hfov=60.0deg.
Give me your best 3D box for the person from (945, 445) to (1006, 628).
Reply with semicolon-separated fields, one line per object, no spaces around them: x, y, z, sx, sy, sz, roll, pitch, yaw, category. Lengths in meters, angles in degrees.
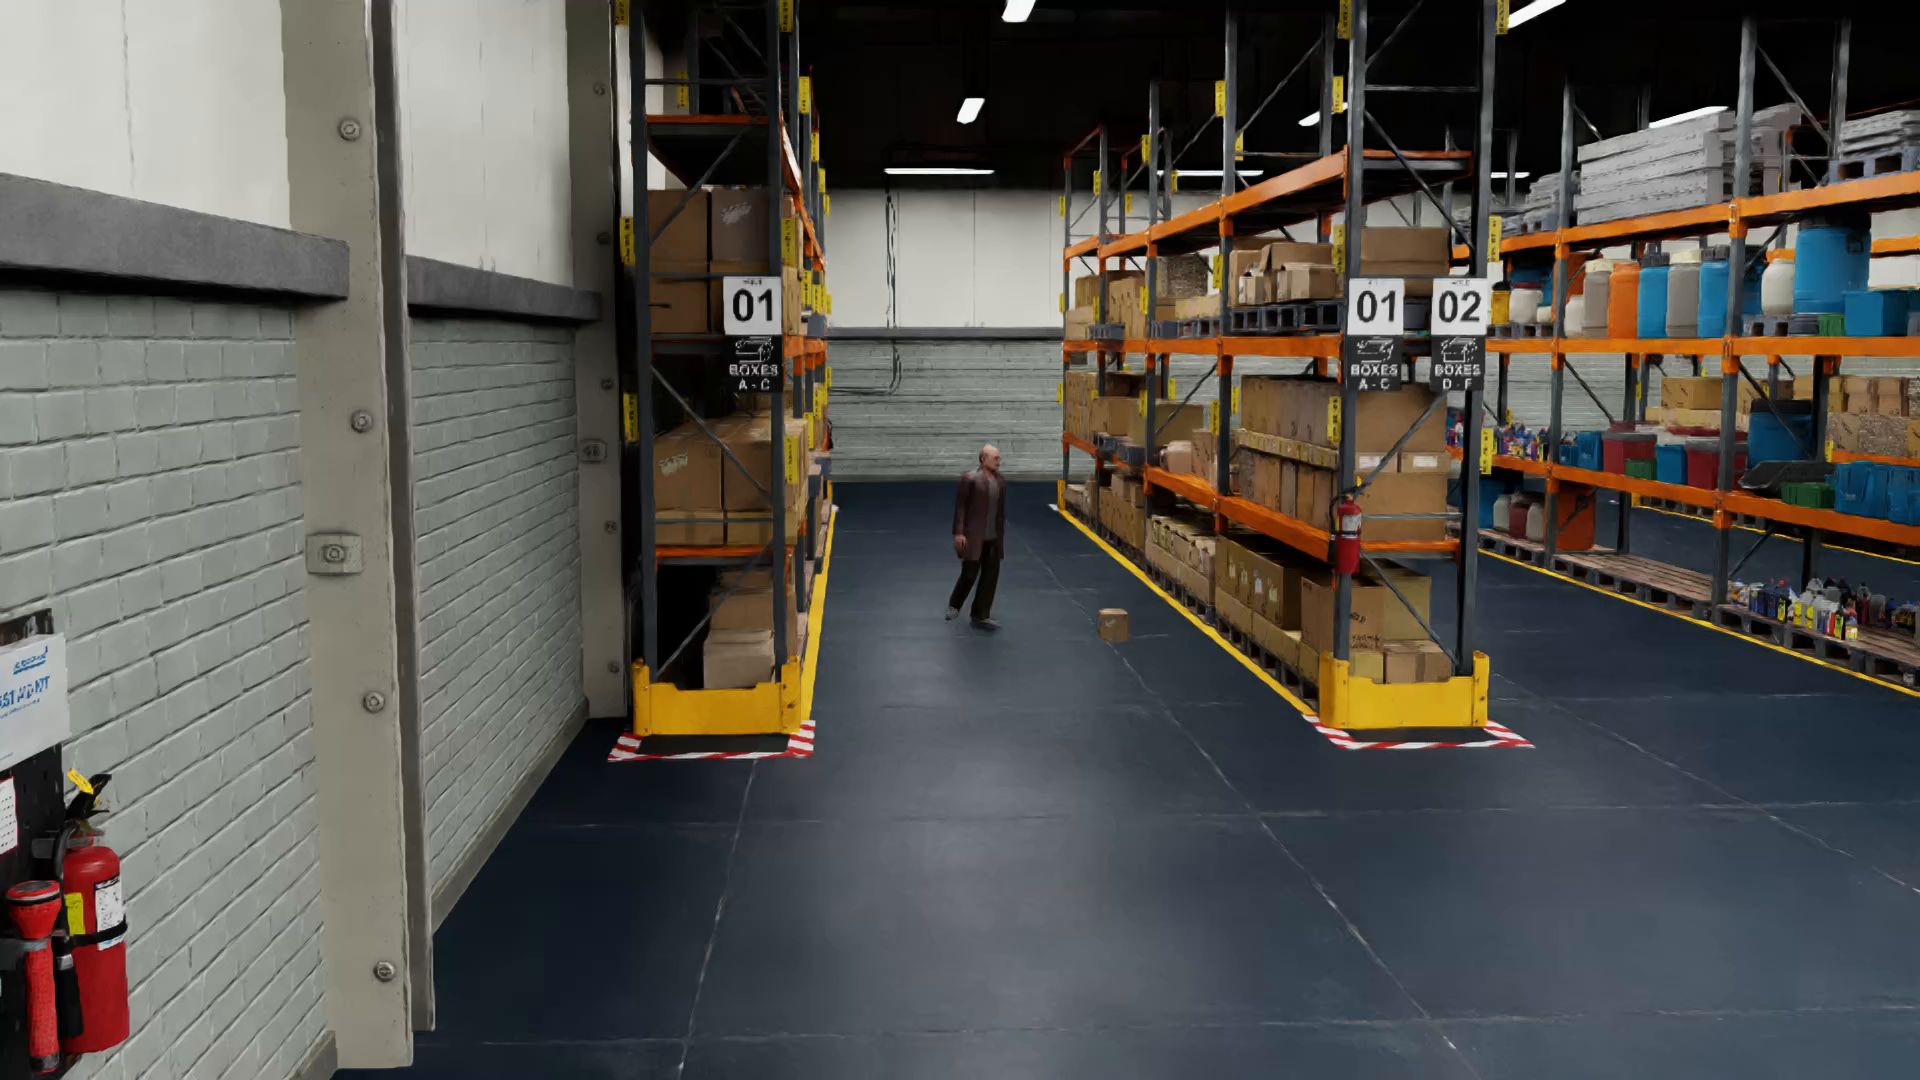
0.157;-0.044;16.162;0.621;1.770;0.599;-5;8;-36;person
